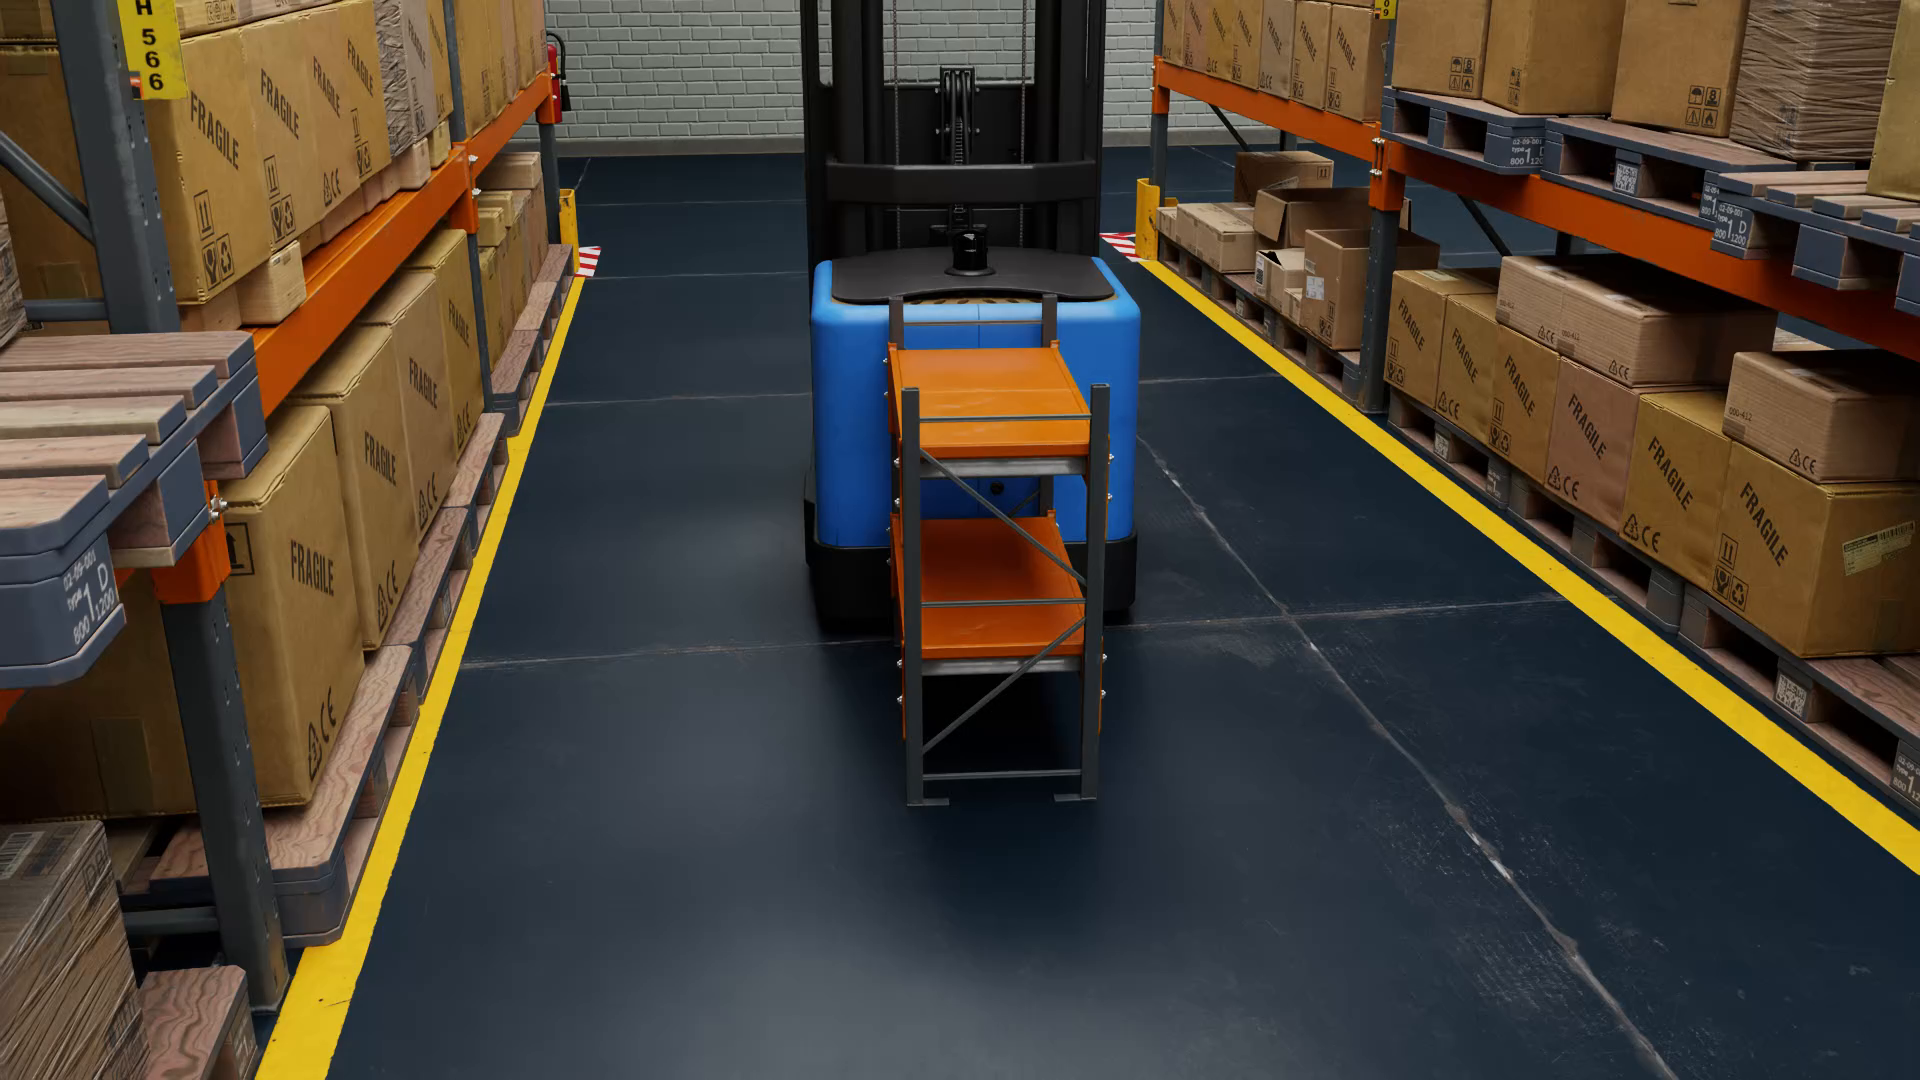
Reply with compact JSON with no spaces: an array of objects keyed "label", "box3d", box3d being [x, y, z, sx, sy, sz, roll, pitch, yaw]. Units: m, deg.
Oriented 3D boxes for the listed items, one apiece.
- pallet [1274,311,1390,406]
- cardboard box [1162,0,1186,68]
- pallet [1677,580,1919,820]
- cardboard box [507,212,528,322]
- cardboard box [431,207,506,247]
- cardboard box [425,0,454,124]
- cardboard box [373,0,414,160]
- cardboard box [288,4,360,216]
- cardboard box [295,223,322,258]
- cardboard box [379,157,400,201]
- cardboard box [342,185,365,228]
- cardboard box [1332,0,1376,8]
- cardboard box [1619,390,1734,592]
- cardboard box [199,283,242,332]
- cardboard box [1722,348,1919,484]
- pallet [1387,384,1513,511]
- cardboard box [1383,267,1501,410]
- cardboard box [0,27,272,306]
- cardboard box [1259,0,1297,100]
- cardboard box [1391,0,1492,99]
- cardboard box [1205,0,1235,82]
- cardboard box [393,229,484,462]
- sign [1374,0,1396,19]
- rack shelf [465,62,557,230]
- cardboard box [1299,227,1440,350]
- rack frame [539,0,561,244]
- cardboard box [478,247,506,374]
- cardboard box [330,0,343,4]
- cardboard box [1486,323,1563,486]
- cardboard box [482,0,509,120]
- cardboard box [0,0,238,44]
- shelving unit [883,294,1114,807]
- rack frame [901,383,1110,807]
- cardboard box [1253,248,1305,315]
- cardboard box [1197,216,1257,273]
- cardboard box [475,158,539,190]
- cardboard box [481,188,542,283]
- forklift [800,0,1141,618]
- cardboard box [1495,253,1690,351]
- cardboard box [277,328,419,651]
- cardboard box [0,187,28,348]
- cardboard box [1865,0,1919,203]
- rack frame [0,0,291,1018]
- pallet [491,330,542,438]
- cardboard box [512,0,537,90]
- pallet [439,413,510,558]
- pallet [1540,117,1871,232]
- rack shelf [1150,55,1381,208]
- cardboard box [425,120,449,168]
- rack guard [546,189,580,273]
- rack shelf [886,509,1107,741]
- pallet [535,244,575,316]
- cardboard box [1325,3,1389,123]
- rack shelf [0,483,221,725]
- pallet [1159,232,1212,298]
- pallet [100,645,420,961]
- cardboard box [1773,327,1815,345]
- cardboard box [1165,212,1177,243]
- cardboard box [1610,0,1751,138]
[{"label":"pallet","box3d":[2.277,-0.963,8.492,1.003,0.211,1.213,-3,21,-8]},{"label":"cardboard box","box3d":[1.602,-3.296,10.611,0.500,0.500,0.500,-2,21,-7]},{"label":"pallet","box3d":[2.882,0.400,4.845,1.003,0.211,1.213,-3,21,-8]},{"label":"cardboard box","box3d":[-2.673,-1.422,8.708,0.700,0.500,0.500,-2,21,-6]},{"label":"cardboard box","box3d":[-2.401,-1.502,7.995,0.380,0.149,0.250,-2,21,-6]},{"label":"cardboard box","box3d":[-2.210,-1.829,6.228,0.500,0.500,0.500,-3,21,-9]},{"label":"cardboard box","box3d":[-2.063,-1.478,5.290,0.500,0.500,0.500,-3,21,-8]},{"label":"cardboard box","box3d":[-1.903,-1.126,4.346,0.500,0.500,0.500,-3,21,-8]},{"label":"cardboard box","box3d":[-1.981,-0.857,4.553,0.380,0.149,0.250,-3,21,-7]},{"label":"cardboard box","box3d":[-2.079,-1.214,5.511,0.380,0.149,0.250,-3,21,-8]},{"label":"cardboard box","box3d":[-2.031,-1.034,5.029,0.380,0.149,0.250,-2,21,-6]},{"label":"cardboard box","box3d":[2.046,-2.709,7.609,0.500,0.500,0.500,-3,21,-7]},{"label":"cardboard box","box3d":[2.510,-0.173,5.335,0.500,0.500,0.500,-4,21,-10]},{"label":"cardboard box","box3d":[-1.795,-0.500,3.599,0.380,0.149,0.250,-3,21,-7]},{"label":"cardboard box","box3d":[2.572,-0.364,4.776,0.500,0.250,0.500,-2,21,-6]},{"label":"pallet","box3d":[2.530,-0.445,7.107,1.003,0.211,1.213,-3,21,-8]},{"label":"cardboard box","box3d":[2.204,-0.887,7.247,0.500,0.500,0.500,-4,21,-10]},{"label":"cardboard box","box3d":[-1.766,-0.772,3.399,0.500,0.500,0.500,-2,21,-6]},{"label":"cardboard box","box3d":[1.897,-2.594,8.733,0.500,0.500,0.500,-2,21,-7]},{"label":"cardboard box","box3d":[2.222,-2.100,6.807,0.700,0.500,0.500,-10,23,-26]},{"label":"cardboard box","box3d":[1.751,-2.944,9.668,0.500,0.500,0.500,-3,21,-8]},{"label":"cardboard box","box3d":[-2.304,-0.751,6.413,0.750,0.750,0.750,-3,21,-7]},{"label":"sign","box3d":[1.839,-2.407,7.136,0.100,0.325,0.005,-3,21,-8]},{"label":"rack shelf","box3d":[-2.814,-2.136,8.675,1.077,0.370,4.000,-3,21,-8]},{"label":"cardboard box","box3d":[2.012,-1.249,8.218,0.500,0.500,0.500,-3,21,-8]},{"label":"rack frame","box3d":[-3.103,-3.165,10.403,1.000,3.000,0.127,-3,21,-8]},{"label":"cardboard box","box3d":[-2.533,-1.070,7.766,0.700,0.500,0.500,-3,21,-7]},{"label":"cardboard box","box3d":[-1.994,-1.648,4.672,0.500,0.250,0.500,-3,21,-9]},{"label":"cardboard box","box3d":[2.356,-0.529,6.289,0.500,0.500,0.500,-3,21,-7]},{"label":"cardboard box","box3d":[-2.688,-2.362,7.825,0.980,0.700,0.700,-3,21,-9]},{"label":"cardboard box","box3d":[-1.764,-1.122,3.265,0.500,0.250,0.500,-2,21,-6]},{"label":"shelving unit","box3d":[0.074,-0.017,4.655,0.538,1.125,1.048,-1,21,-4]},{"label":"rack frame","box3d":[0.110,0.160,4.179,0.500,1.125,0.032,-1,21,-4]},{"label":"cardboard box","box3d":[1.904,-1.420,8.946,0.500,0.311,0.500,-3,21,-8]},{"label":"cardboard box","box3d":[1.740,-1.785,10.010,0.500,0.250,0.500,-3,21,-8]},{"label":"cardboard box","box3d":[-2.666,-2.134,9.687,0.380,0.149,0.250,-2,21,-6]},{"label":"cardboard box","box3d":[-2.831,-1.780,9.668,0.700,0.500,0.500,-3,21,-8]},{"label":"forklift","box3d":[-0.042,-1.593,6.291,1.130,2.935,3.031,-1,21,-4]},{"label":"cardboard box","box3d":[2.348,-0.892,6.188,0.500,0.250,0.500,-3,21,-8]},{"label":"cardboard box","box3d":[-2.046,-0.150,4.802,0.750,0.750,0.750,-3,21,-8]},{"label":"cardboard box","box3d":[-1.872,-0.486,2.458,0.700,0.500,0.500,-5,21,-14]},{"label":"cardboard box","box3d":[2.750,-1.102,4.137,0.700,0.500,0.500,-10,23,-26]},{"label":"rack frame","box3d":[-1.950,-0.395,2.987,1.000,3.000,0.127,-3,21,-8]},{"label":"pallet","box3d":[-2.558,-0.741,7.899,1.003,0.211,1.213,-3,21,-8]},{"label":"cardboard box","box3d":[-2.903,-2.878,9.206,0.980,0.700,0.700,-3,21,-8]},{"label":"pallet","box3d":[-2.340,-0.210,6.478,1.003,0.211,1.213,-3,21,-8]},{"label":"pallet","box3d":[2.667,-1.230,5.495,1.003,0.211,1.213,-3,21,-8]},{"label":"rack shelf","box3d":[2.087,-2.387,9.348,1.077,0.370,4.000,-3,21,-8]},{"label":"cardboard box","box3d":[-2.137,-1.483,6.230,0.380,0.149,0.250,-3,21,-7]},{"label":"rack guard","box3d":[-3.106,-2.002,10.863,1.175,0.500,0.348,-3,21,-8]},{"label":"rack shelf","box3d":[0.074,0.212,4.740,0.538,0.278,1.000,-1,21,-4]},{"label":"pallet","box3d":[-2.910,-1.586,10.161,1.003,0.211,1.213,-3,21,-8]},{"label":"cardboard box","box3d":[2.049,-2.238,7.779,0.500,0.500,0.500,-3,21,-7]},{"label":"rack shelf","box3d":[-1.661,0.634,1.259,1.077,0.370,4.000,-3,21,-8]},{"label":"pallet","box3d":[1.925,-1.807,10.754,1.003,0.211,1.213,-3,21,-8]},{"label":"pallet","box3d":[-1.989,0.634,4.216,1.003,0.211,1.213,-3,21,-8]},{"label":"cardboard box","box3d":[2.865,-0.565,6.385,0.500,0.500,0.500,-3,21,-7]},{"label":"cardboard box","box3d":[1.555,-2.046,10.828,0.380,0.166,0.250,-3,21,-8]},{"label":"cardboard box","box3d":[2.691,-1.666,5.647,0.700,0.500,0.500,-8,22,-21]}]
